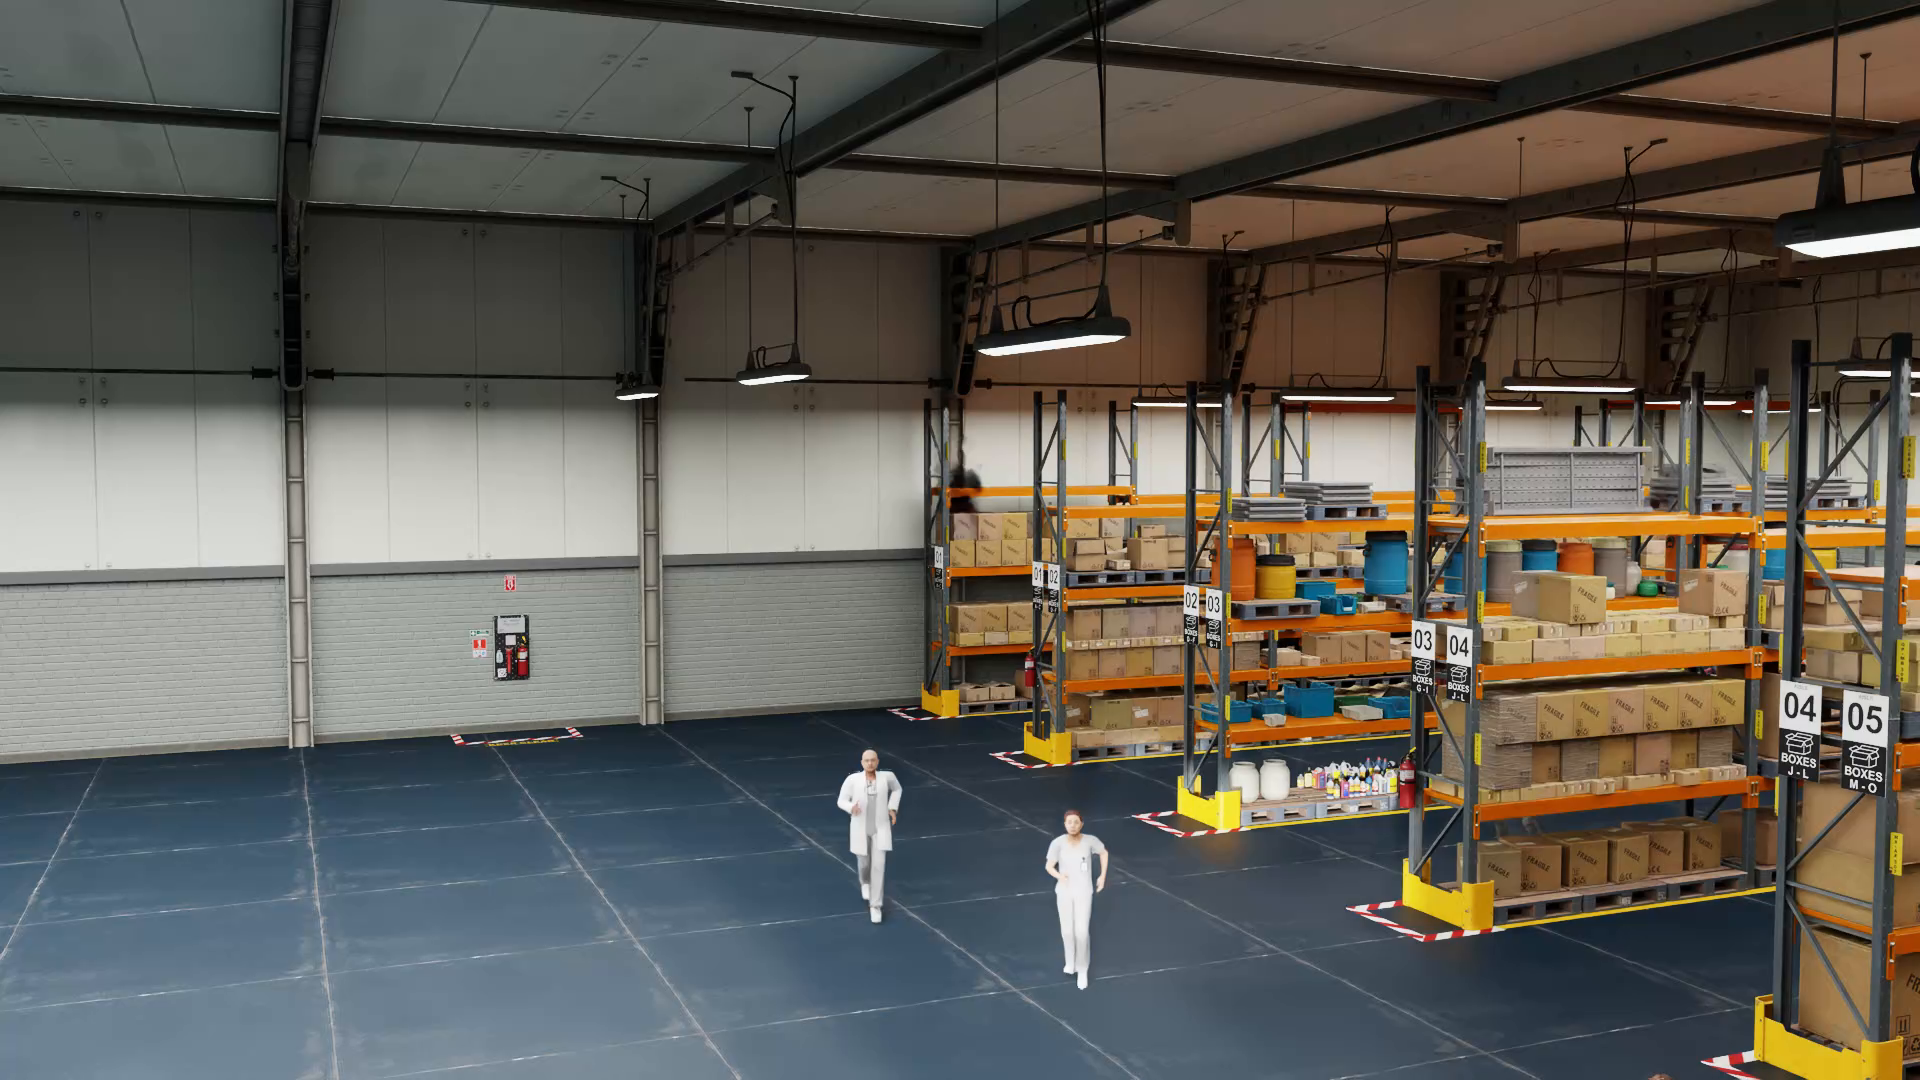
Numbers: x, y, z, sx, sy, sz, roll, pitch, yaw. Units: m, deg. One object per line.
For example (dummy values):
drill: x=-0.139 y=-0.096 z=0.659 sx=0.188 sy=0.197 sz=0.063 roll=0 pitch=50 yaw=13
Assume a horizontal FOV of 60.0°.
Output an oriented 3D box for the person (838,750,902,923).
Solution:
person: x=-0.982 y=3.182 z=18.206 sx=0.710 sy=1.781 sz=1.049 roll=0 pitch=3 yaw=-4

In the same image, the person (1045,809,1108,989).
person: x=1.105 y=3.406 z=15.838 sx=0.575 sy=1.708 sz=0.715 roll=1 pitch=3 yaw=9

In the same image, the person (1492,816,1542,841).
person: x=6.841 y=3.084 z=20.362 sx=0.758 sy=1.834 sz=0.625 roll=-2 pitch=4 yaw=-29

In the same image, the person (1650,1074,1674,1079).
person: x=3.923 y=3.797 z=9.350 sx=0.517 sy=1.630 sz=0.784 roll=1 pitch=4 yaw=18
